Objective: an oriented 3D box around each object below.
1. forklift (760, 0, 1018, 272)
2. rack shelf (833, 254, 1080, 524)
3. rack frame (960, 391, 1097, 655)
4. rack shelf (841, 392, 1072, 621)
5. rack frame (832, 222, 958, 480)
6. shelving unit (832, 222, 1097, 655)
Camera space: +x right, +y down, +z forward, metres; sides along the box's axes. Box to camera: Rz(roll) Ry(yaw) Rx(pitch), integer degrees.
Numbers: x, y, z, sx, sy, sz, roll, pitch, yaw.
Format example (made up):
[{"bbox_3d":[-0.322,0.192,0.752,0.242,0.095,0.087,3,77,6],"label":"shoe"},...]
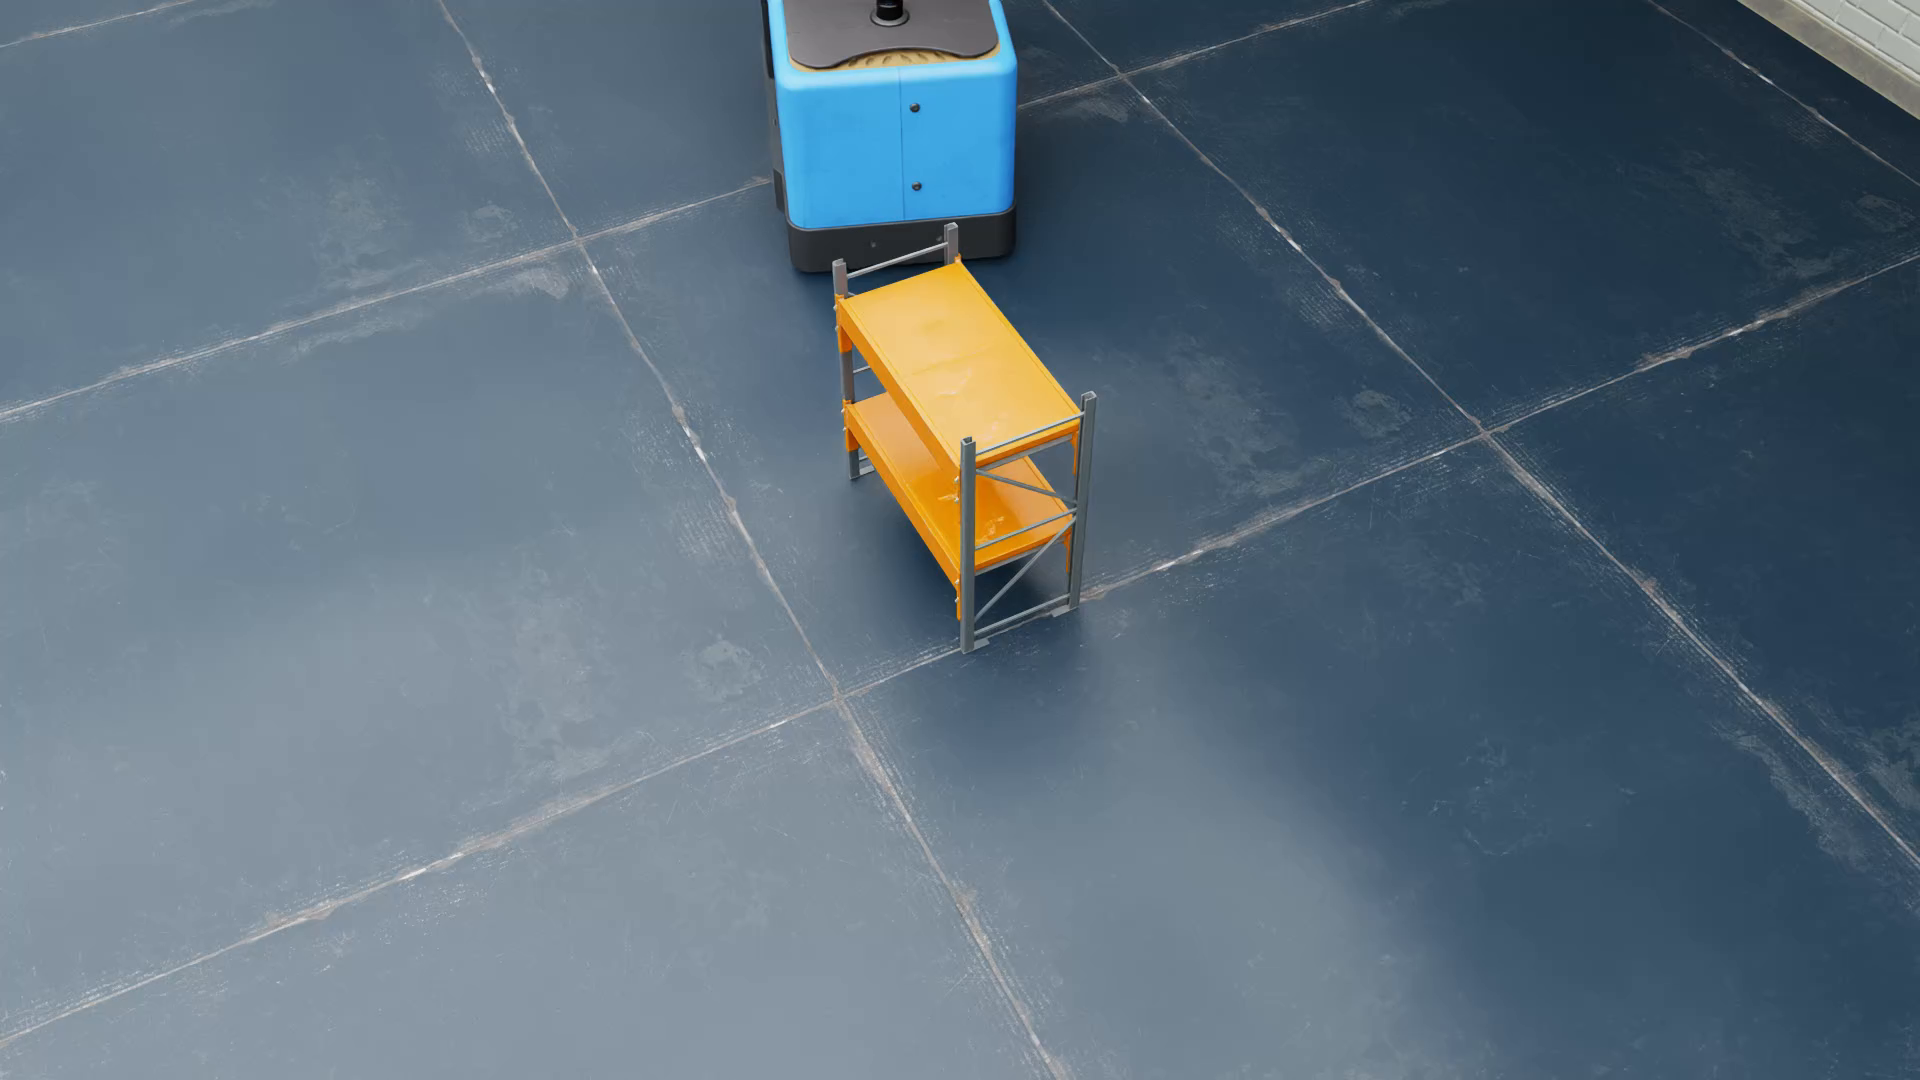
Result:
[{"bbox_3d":[-0.451,-3.316,7.595,1.130,2.935,3.031,-6,49,-5],"label":"forklift"},{"bbox_3d":[-0.003,-0.568,6.003,0.538,0.278,1.000,-21,52,-18],"label":"rack shelf"},{"bbox_3d":[0.230,-0.035,5.926,0.500,1.125,0.032,-21,52,-18],"label":"rack frame"},{"bbox_3d":[-0.003,-0.214,6.407,0.538,0.278,1.000,-21,52,-18],"label":"rack shelf"},{"bbox_3d":[-0.236,-0.715,6.521,0.500,1.125,0.032,-21,52,-18],"label":"rack frame"},{"bbox_3d":[-0.003,-0.375,6.223,0.538,1.125,1.048,-21,52,-18],"label":"shelving unit"}]
